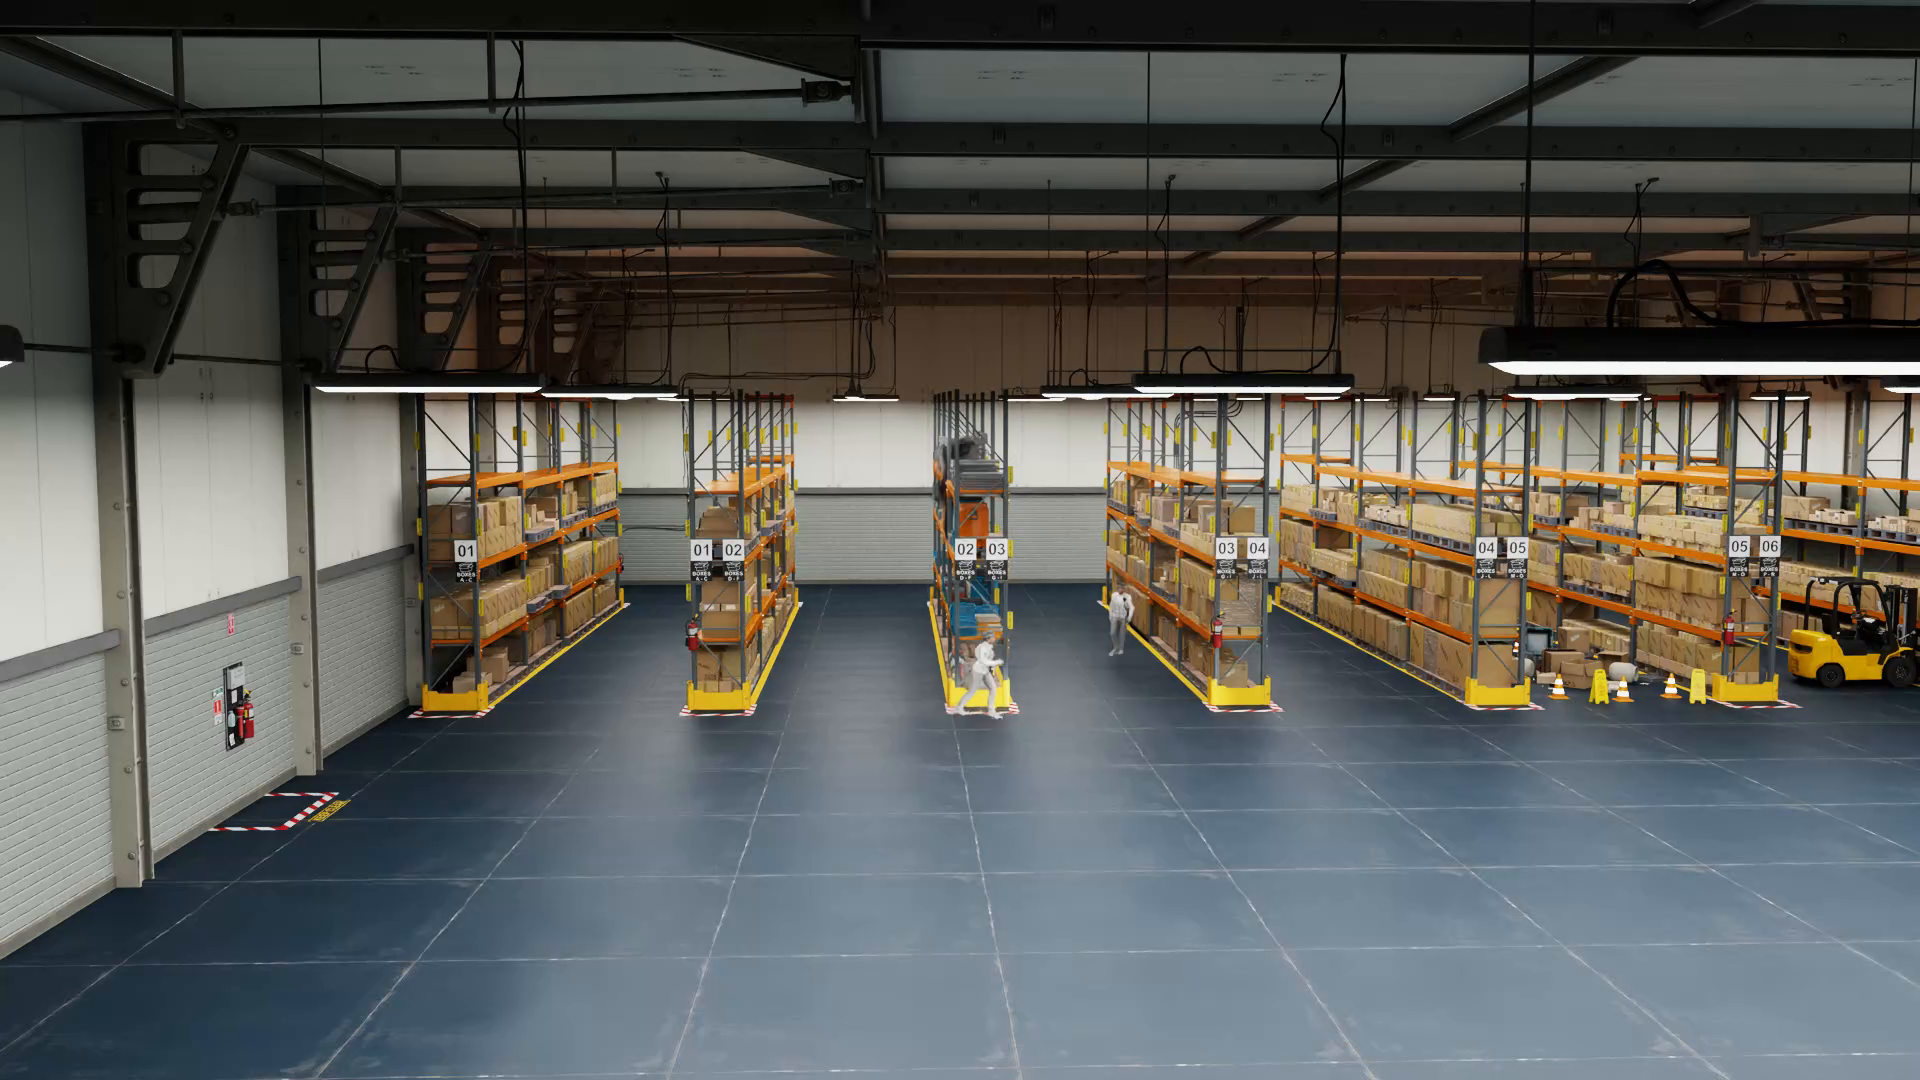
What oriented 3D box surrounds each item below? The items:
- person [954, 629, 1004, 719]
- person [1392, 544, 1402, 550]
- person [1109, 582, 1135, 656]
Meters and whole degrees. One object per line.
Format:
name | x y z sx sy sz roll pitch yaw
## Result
person | 0.364 2.437 30.239 0.941 1.658 0.598 2 5 19
person | 12.873 0.858 48.967 0.819 1.784 0.597 -1 5 -9
person | 3.483 1.697 35.994 0.588 1.628 0.691 1 5 14
